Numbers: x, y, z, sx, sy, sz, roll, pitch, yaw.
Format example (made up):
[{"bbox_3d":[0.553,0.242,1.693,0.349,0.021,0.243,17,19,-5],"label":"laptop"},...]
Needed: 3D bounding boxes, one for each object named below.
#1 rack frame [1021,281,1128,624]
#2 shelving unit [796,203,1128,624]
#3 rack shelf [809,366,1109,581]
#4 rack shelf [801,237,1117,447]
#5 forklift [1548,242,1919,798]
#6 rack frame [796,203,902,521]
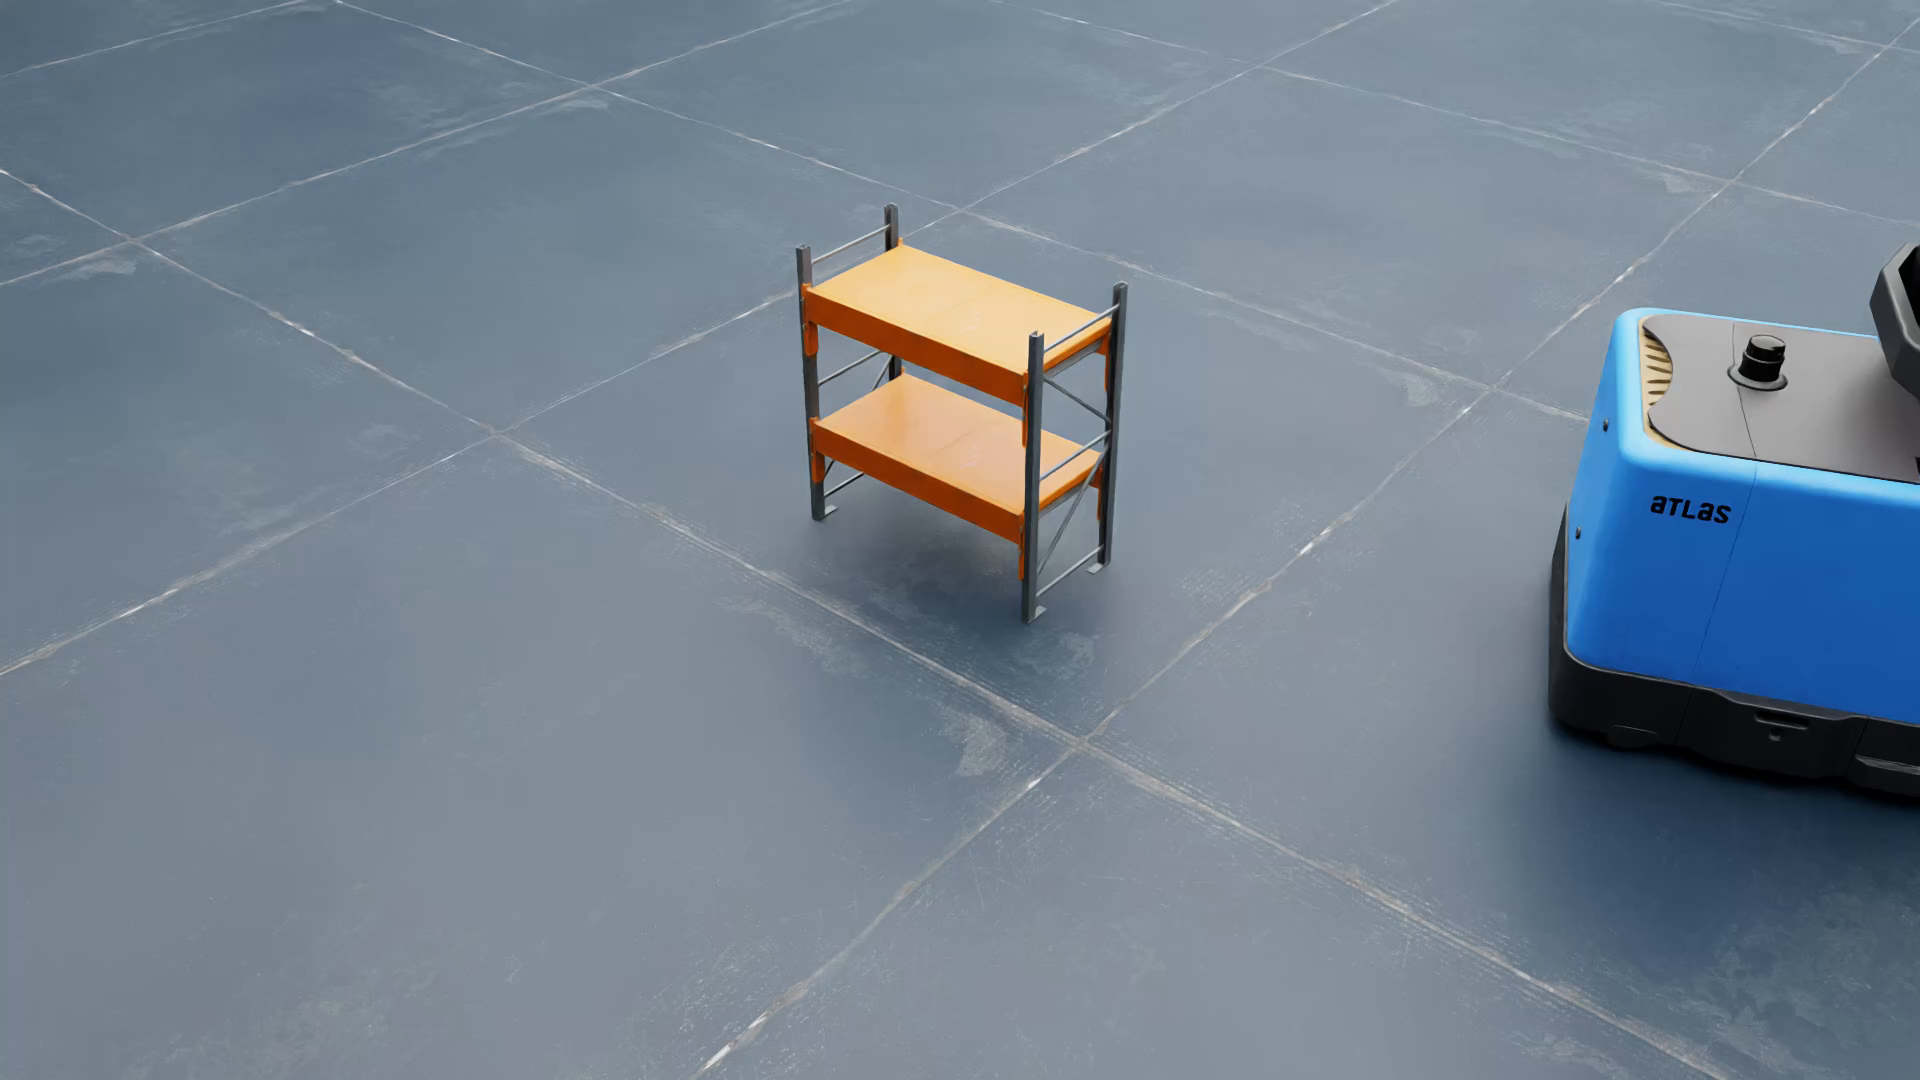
[{"bbox_3d":[0.385,-0.282,5.667,0.032,1.125,0.500,25,42,32],"label":"rack frame"},{"bbox_3d":[-0.005,-0.466,5.935,1.048,1.125,0.538,25,42,32],"label":"shelving unit"},{"bbox_3d":[-0.005,-0.265,6.074,1.000,0.278,0.538,25,42,32],"label":"rack shelf"},{"bbox_3d":[-0.005,-0.707,5.769,1.000,0.278,0.538,25,42,32],"label":"rack shelf"},{"bbox_3d":[3.467,-0.598,4.532,3.031,2.935,1.130,10,36,14],"label":"forklift"},{"bbox_3d":[-0.396,-0.650,6.203,0.032,1.125,0.500,25,42,32],"label":"rack frame"}]
